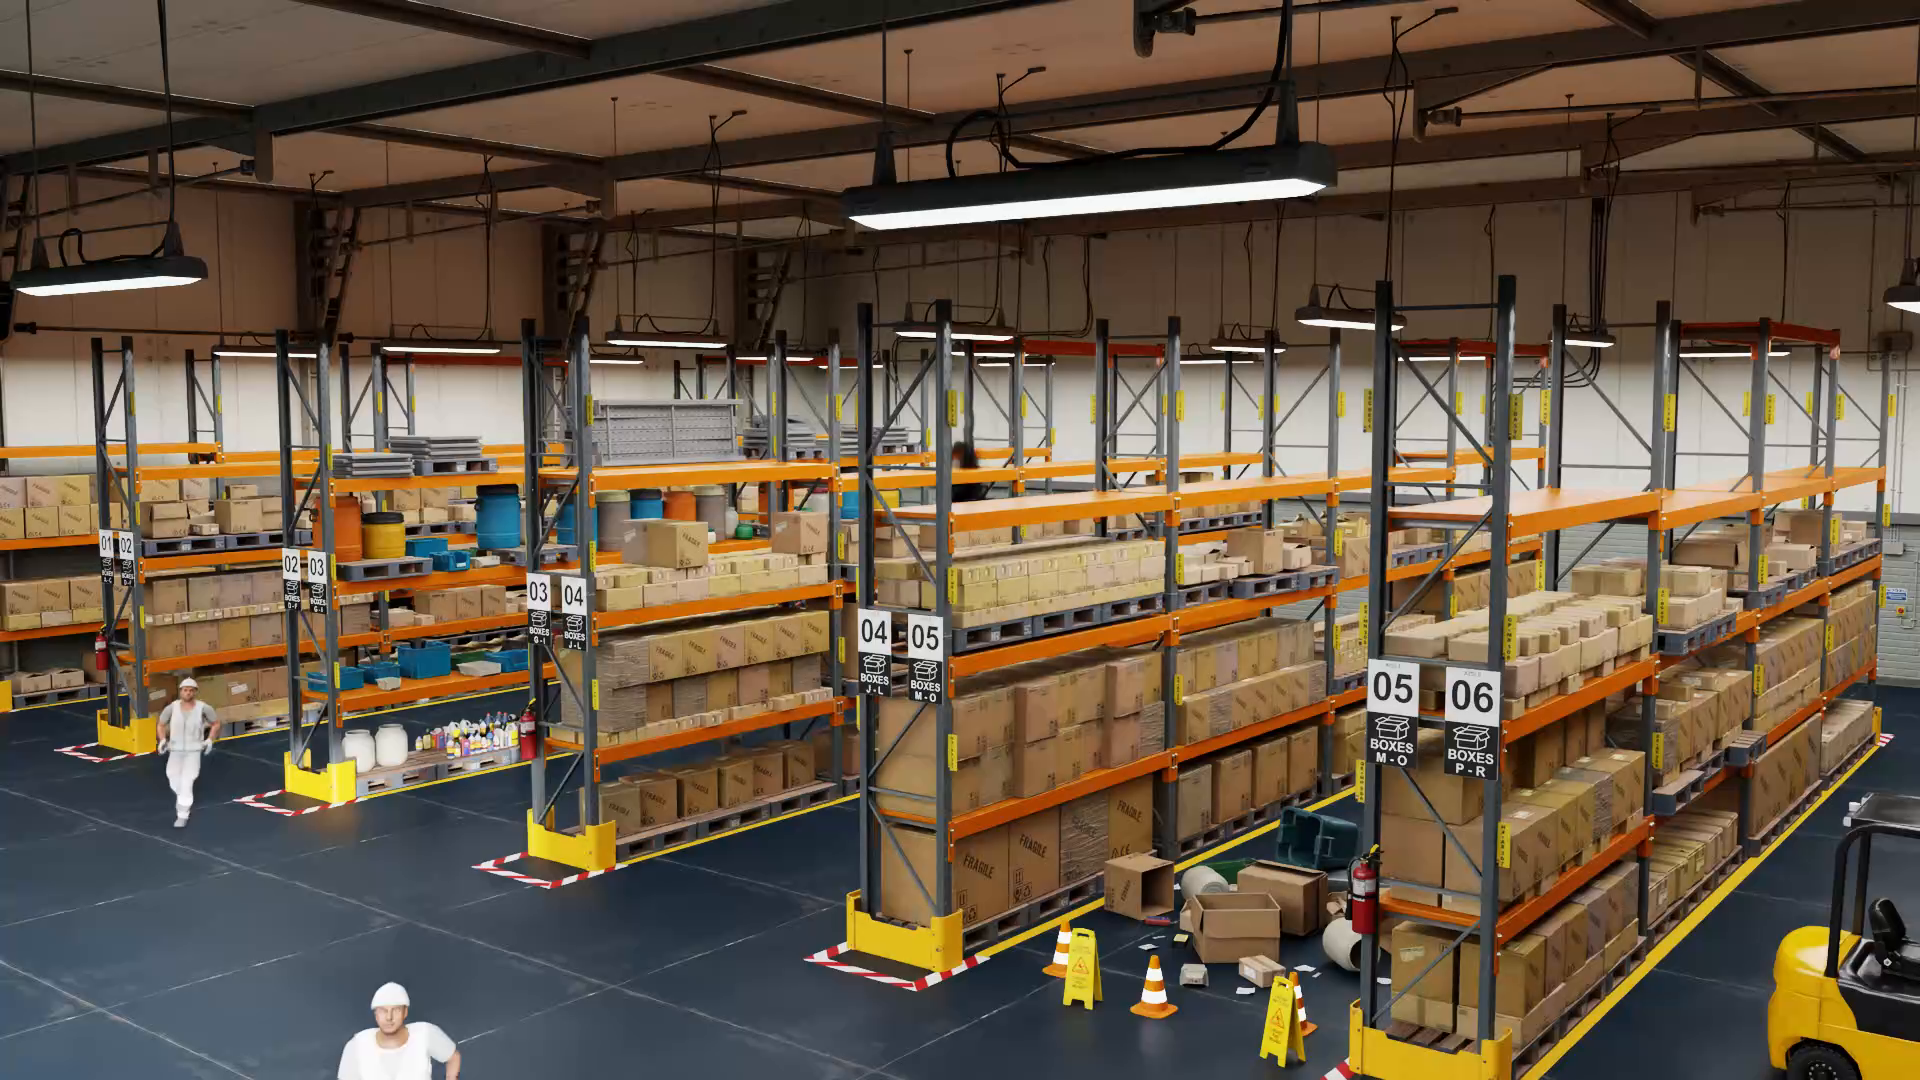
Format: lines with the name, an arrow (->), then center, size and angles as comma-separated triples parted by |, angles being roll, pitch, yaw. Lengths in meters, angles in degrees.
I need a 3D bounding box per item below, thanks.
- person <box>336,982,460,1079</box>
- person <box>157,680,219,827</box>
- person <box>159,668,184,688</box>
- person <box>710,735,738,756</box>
person -> -3.252, 3.444, 9.591 | 0.657, 1.776, 0.690 | -1, 5, -9
person -> -9.330, 2.549, 20.097 | 0.694, 1.750, 0.764 | -1, 5, -17
person -> -12.645, 1.999, 26.700 | 0.578, 1.736, 0.735 | 2, 5, 24
person -> -3.186, 2.346, 22.708 | 0.581, 1.655, 0.523 | 3, 6, 33
